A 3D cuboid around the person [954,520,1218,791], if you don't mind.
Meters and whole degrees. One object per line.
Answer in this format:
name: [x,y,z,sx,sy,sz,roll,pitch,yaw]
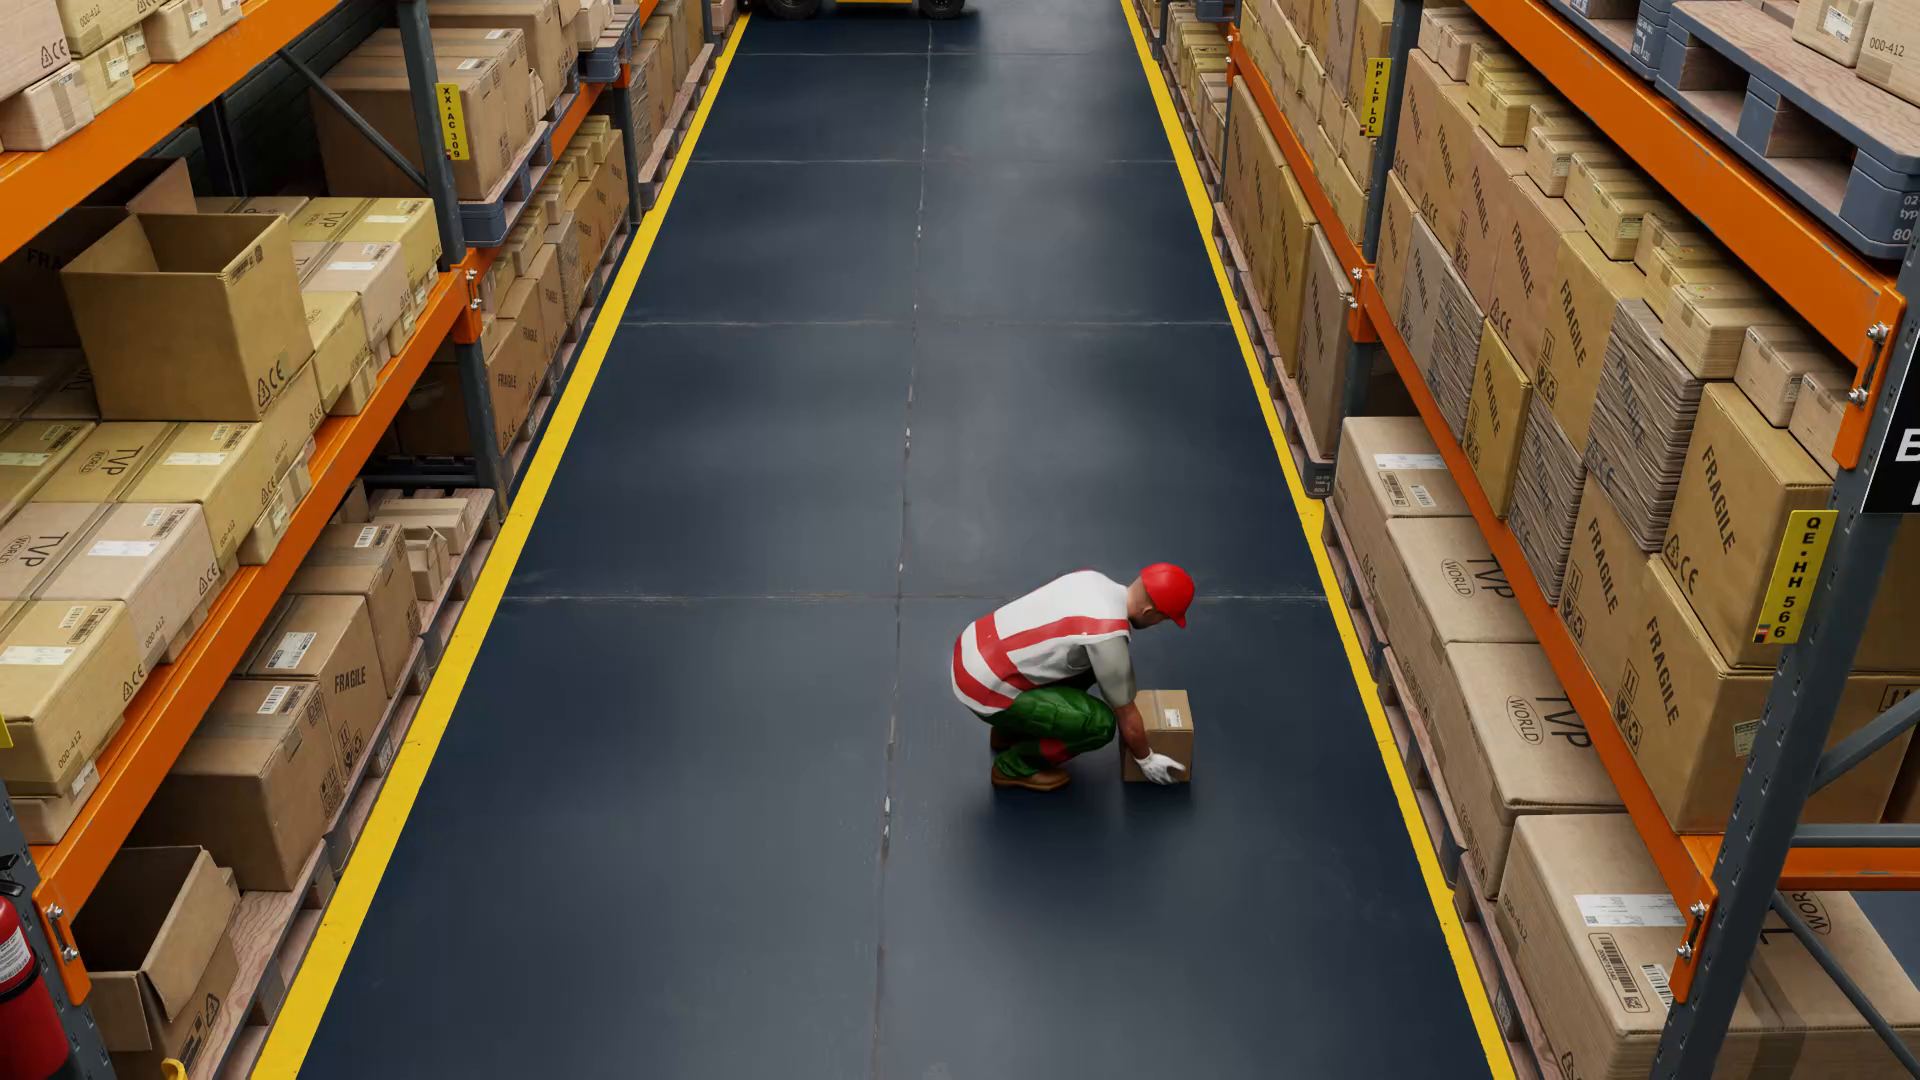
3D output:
person: [0.458,0.405,6.164,0.957,1.036,0.522,-2,31,-3]
